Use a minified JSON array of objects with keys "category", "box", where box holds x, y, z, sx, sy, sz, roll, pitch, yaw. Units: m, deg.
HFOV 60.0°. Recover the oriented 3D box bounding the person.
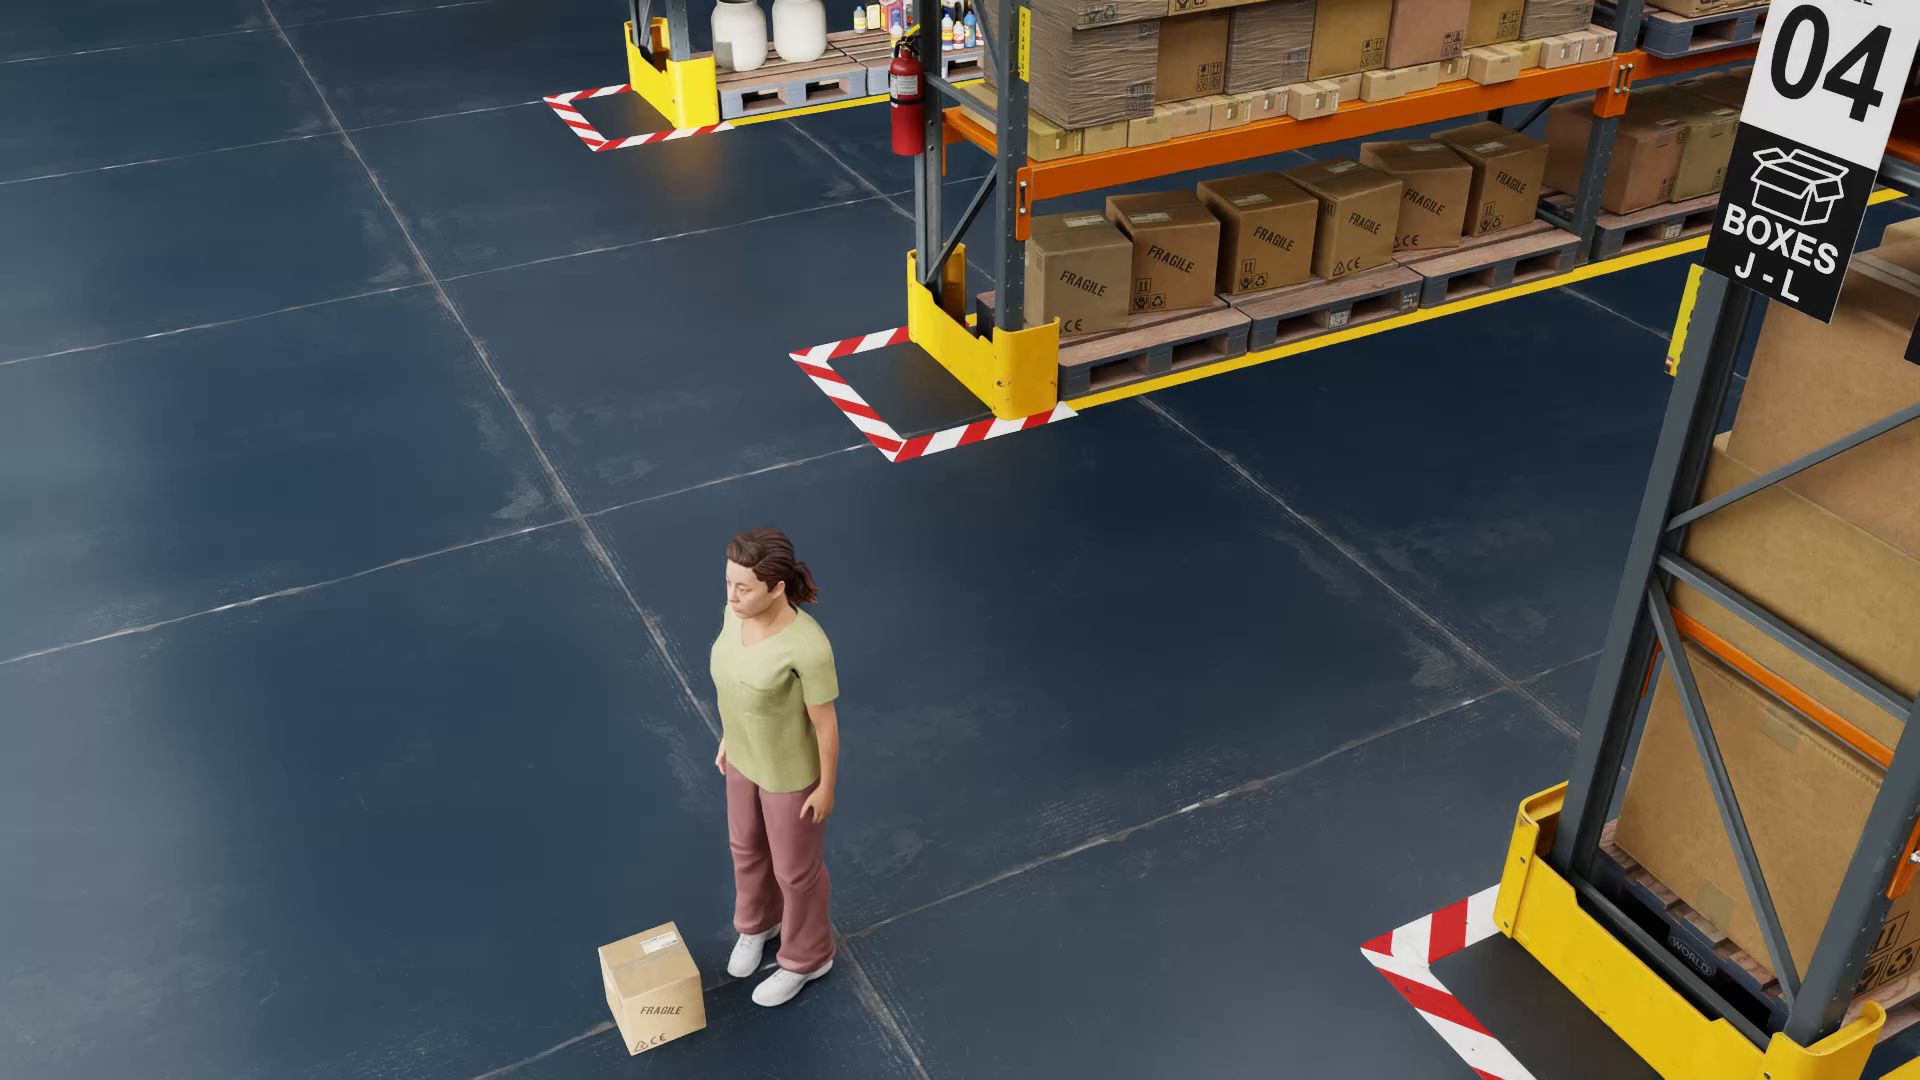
[{"category":"person","box":[-0.576,0.695,5.062,0.462,1.680,0.401,28,43,36]}]
